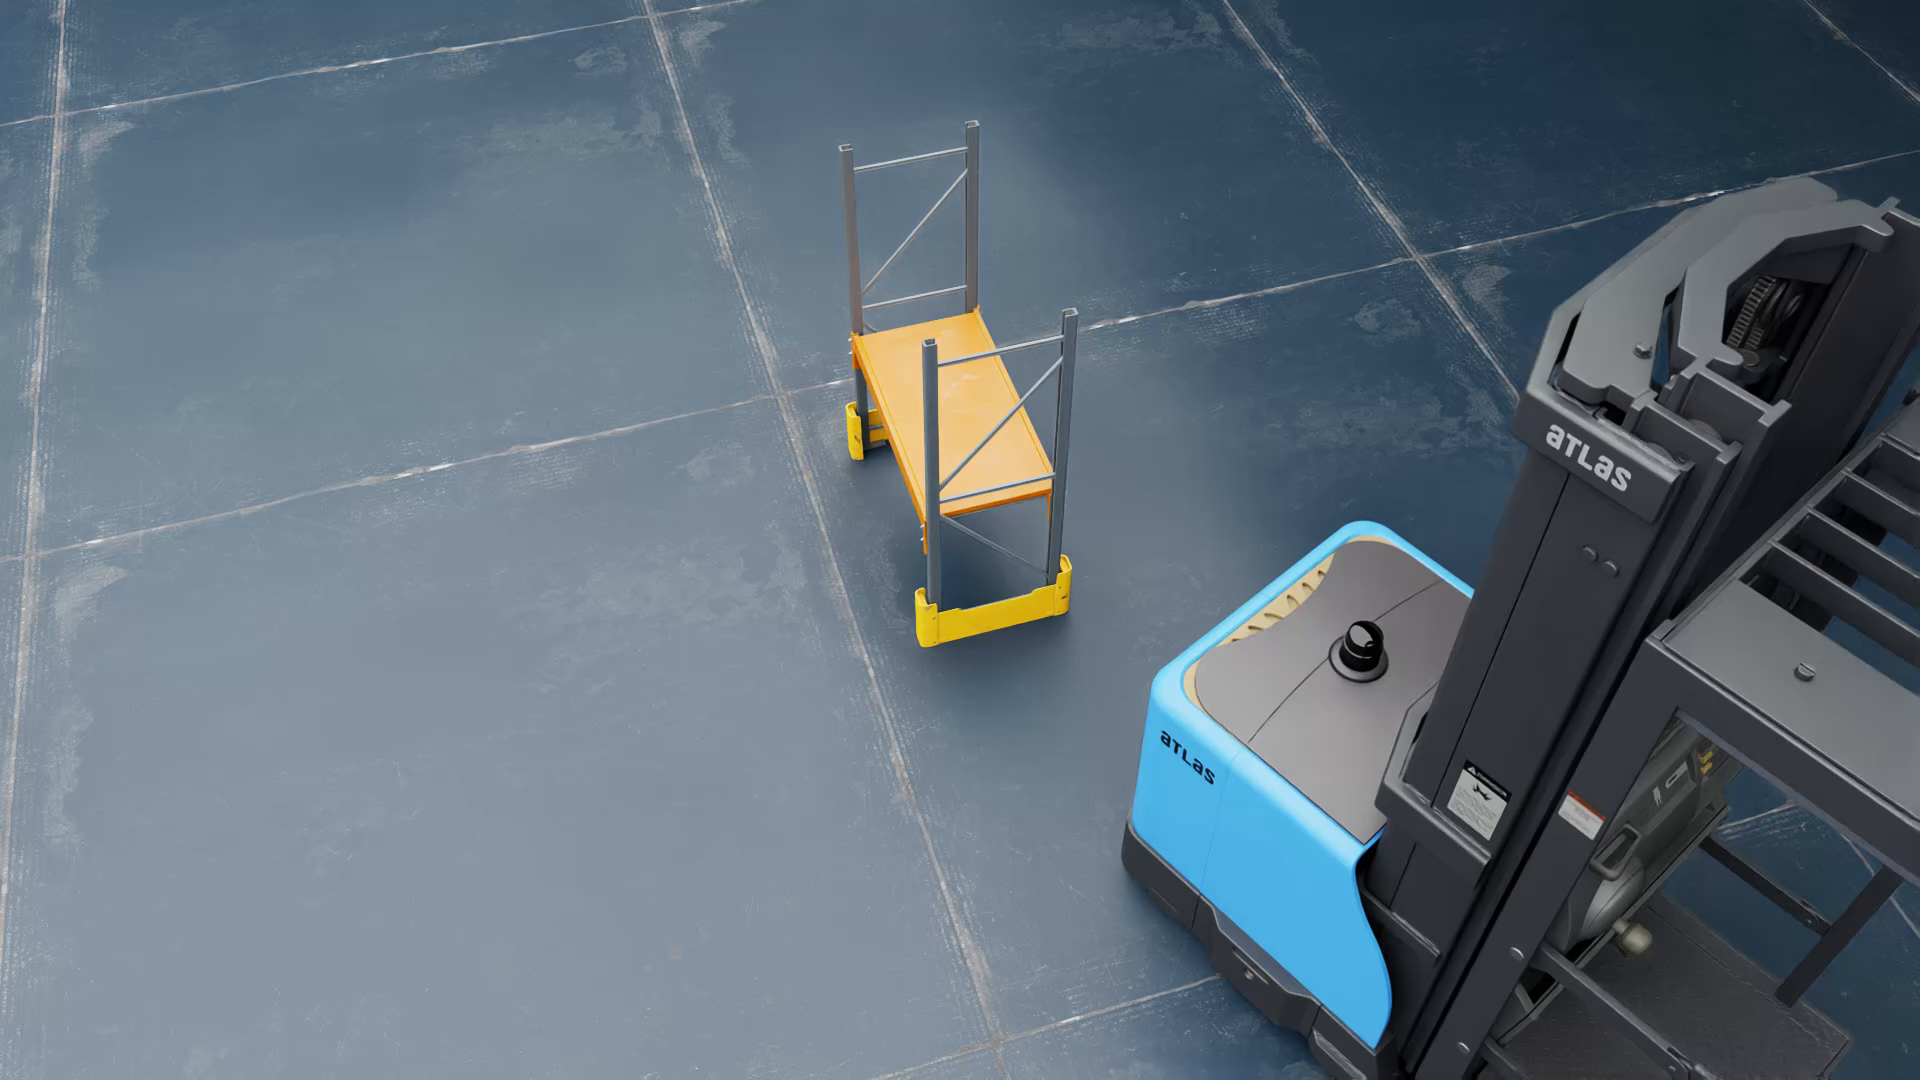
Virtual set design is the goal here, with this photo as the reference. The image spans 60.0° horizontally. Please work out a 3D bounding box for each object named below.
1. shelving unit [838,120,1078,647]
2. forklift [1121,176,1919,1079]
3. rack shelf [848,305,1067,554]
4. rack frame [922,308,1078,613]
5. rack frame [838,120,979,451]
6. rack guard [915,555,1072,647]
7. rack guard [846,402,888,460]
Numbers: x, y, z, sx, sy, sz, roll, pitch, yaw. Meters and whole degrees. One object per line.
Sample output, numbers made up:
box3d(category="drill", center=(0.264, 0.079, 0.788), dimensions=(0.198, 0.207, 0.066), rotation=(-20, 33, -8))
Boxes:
box3d(category="shelving unit", center=(-0.023, -0.539, 6.013), dimensions=(0.587, 1.500, 1.083), rotation=(-13, 51, -11))
box3d(category="forklift", center=(1.896, 0.747, 3.993), dimensions=(1.130, 2.935, 3.031), rotation=(-34, 58, -25))
box3d(category="rack shelf", center=(-0.025, -0.430, 6.156), dimensions=(0.538, 0.185, 1.000), rotation=(-13, 51, -11))
box3d(category="rack frame", center=(0.125, -0.174, 5.706), dimensions=(0.500, 1.500, 0.032), rotation=(-13, 51, -11))
box3d(category="rack frame", center=(-0.176, -0.917, 6.332), dimensions=(0.500, 1.500, 0.032), rotation=(-13, 51, -11))
box3d(category="rack guard", center=(0.125, 0.227, 6.184), dimensions=(0.587, 0.250, 0.087), rotation=(-13, 51, -11))
box3d(category="rack guard", center=(-0.170, -0.500, 6.798), dimensions=(0.587, 0.250, 0.087), rotation=(-13, 51, -11))
